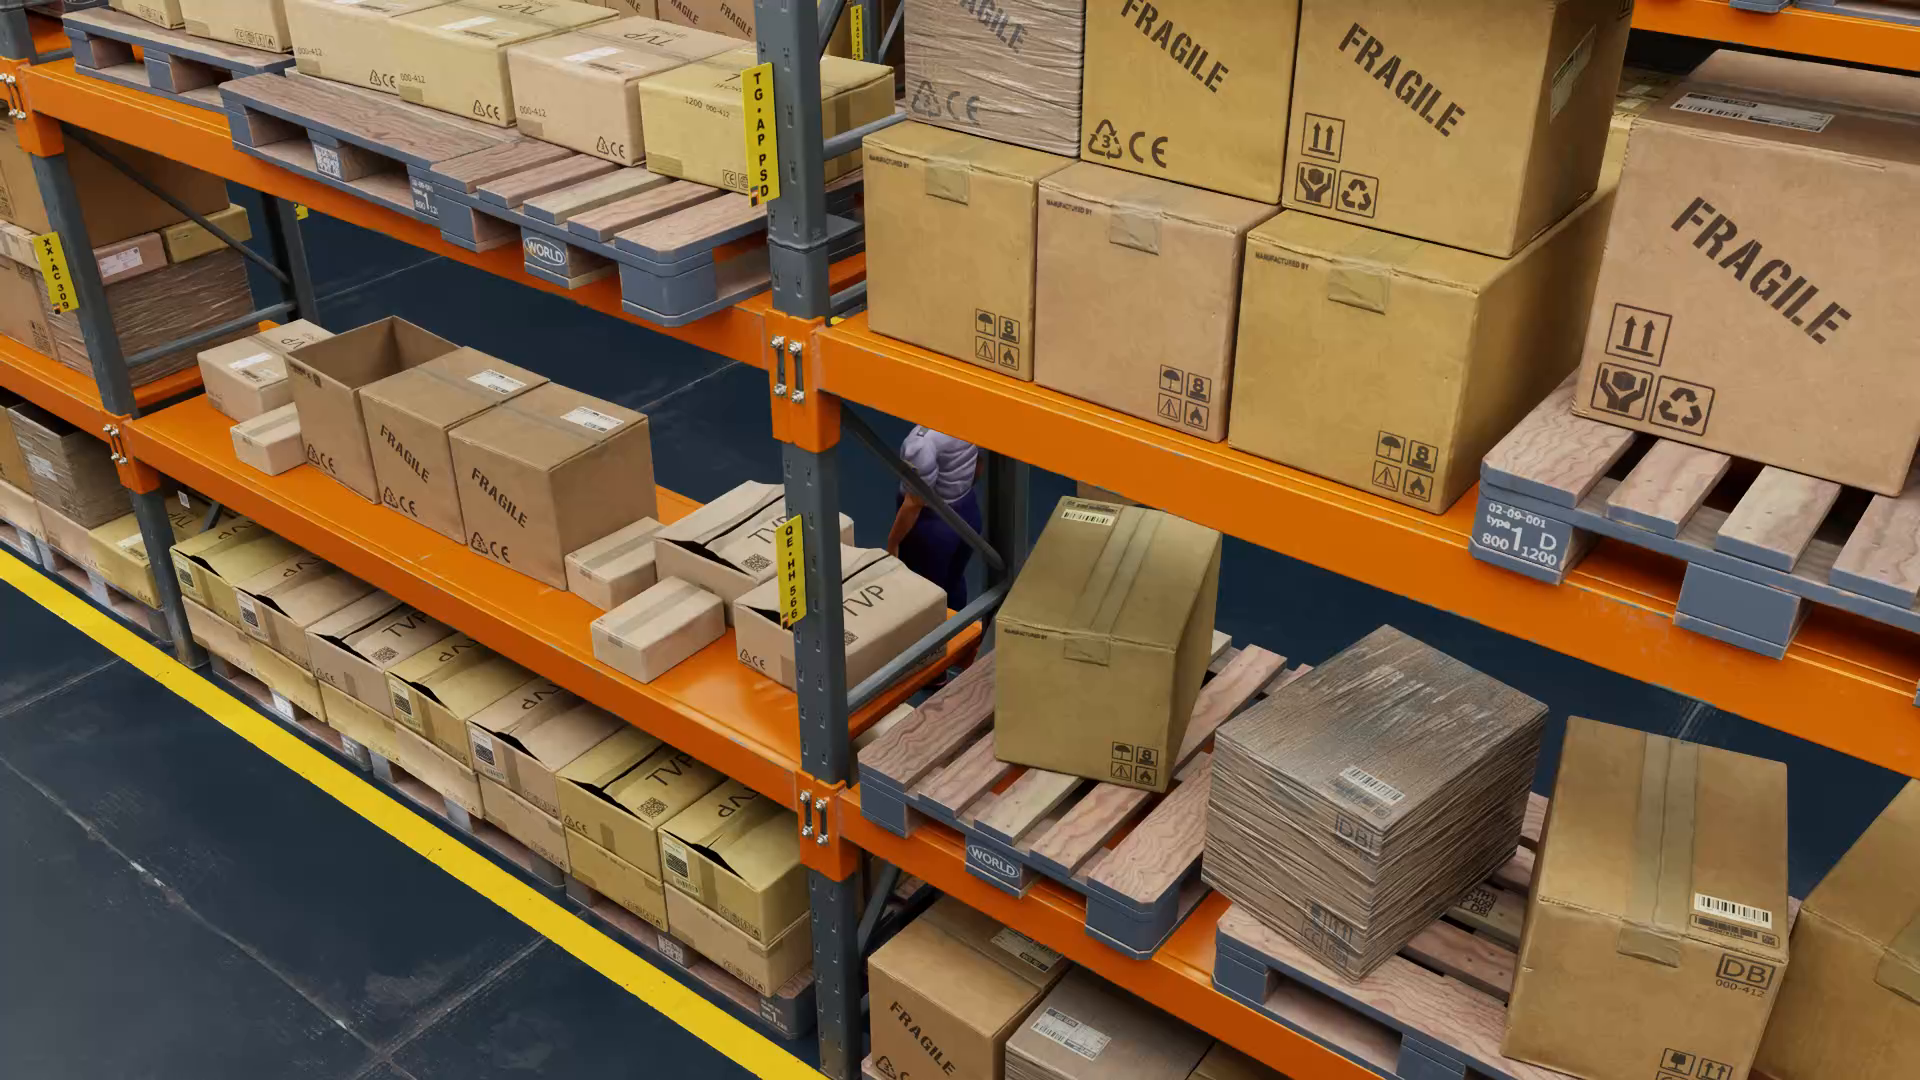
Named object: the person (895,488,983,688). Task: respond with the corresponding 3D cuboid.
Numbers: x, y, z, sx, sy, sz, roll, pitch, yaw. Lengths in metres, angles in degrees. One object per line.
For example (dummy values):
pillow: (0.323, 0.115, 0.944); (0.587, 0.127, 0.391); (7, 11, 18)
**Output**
person: (-0.142, 0.152, 7.474); (0.501, 1.034, 0.525); (21, 37, 31)
